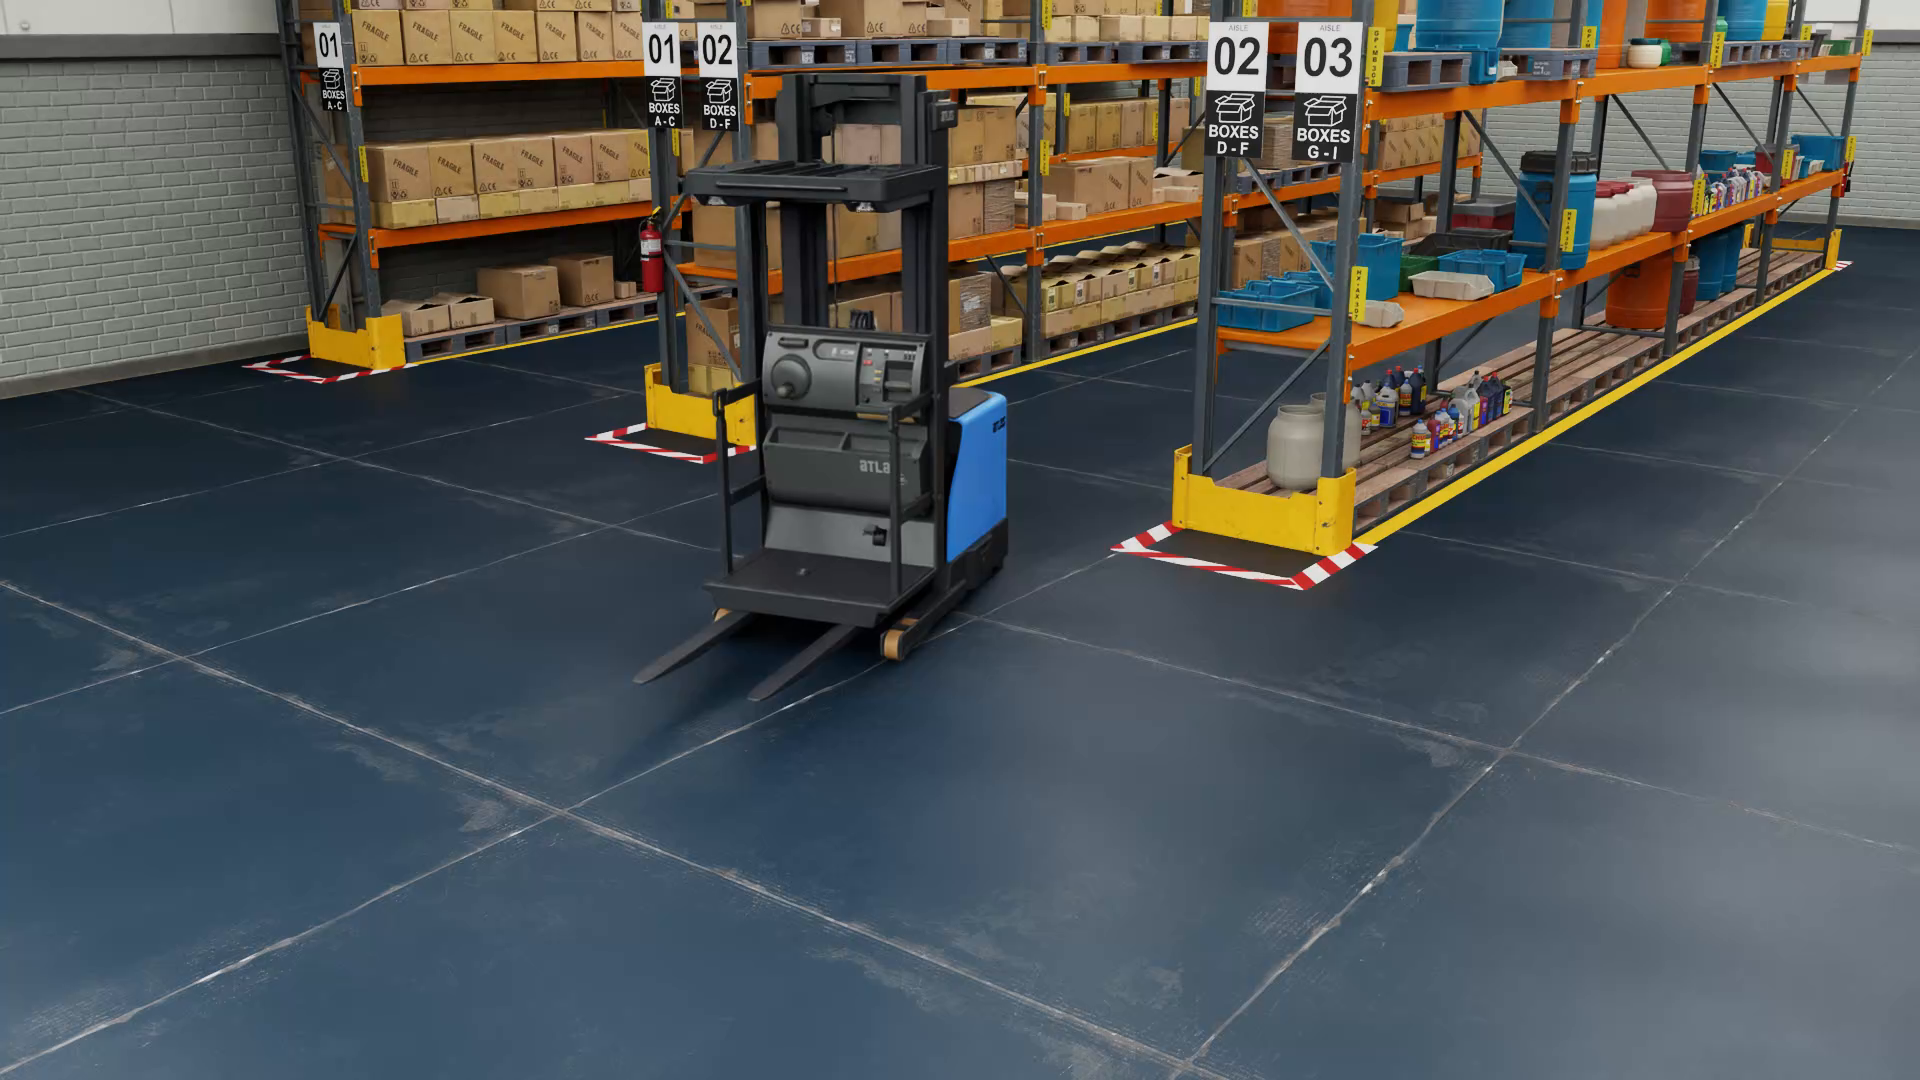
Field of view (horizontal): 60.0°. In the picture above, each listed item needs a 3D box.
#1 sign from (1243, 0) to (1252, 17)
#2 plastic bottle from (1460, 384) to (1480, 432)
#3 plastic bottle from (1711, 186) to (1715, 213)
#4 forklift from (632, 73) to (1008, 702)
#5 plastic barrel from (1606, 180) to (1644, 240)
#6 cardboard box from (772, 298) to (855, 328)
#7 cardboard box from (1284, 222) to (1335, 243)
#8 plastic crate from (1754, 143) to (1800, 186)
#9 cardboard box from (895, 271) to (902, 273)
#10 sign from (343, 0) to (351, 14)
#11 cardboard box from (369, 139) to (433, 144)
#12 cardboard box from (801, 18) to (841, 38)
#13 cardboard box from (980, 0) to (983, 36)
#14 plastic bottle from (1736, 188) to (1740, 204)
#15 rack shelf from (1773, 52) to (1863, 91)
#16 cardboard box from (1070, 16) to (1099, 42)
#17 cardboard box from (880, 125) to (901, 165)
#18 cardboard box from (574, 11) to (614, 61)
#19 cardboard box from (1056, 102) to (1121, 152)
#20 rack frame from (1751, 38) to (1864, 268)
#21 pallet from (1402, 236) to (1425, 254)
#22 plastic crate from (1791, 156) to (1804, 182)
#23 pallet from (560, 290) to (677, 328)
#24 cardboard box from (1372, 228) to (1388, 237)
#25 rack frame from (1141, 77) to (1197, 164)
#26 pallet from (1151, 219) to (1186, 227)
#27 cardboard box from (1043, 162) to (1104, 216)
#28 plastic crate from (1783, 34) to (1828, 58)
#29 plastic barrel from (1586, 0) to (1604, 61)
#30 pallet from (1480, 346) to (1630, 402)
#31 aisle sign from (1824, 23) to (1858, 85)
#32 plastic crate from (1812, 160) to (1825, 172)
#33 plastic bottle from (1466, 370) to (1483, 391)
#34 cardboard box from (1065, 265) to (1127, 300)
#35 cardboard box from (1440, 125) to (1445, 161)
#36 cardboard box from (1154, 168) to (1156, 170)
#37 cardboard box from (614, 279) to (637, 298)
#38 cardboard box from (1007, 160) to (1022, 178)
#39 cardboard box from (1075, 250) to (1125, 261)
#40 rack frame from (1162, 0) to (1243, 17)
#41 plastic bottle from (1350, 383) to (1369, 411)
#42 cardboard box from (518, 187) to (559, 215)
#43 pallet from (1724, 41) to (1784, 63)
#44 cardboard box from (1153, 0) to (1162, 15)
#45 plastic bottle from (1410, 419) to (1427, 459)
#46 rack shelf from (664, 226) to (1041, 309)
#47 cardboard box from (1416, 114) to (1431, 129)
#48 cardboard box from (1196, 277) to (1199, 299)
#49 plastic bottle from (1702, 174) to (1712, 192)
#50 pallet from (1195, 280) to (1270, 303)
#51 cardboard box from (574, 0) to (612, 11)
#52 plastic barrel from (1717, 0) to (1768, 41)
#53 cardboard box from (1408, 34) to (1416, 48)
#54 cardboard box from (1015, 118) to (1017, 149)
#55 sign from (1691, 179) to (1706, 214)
[{"bbox_3d":[3.180,-5.841,18.430,0.100,0.325,0.005,12,21,35],"label":"sign"},{"bbox_3d":[3.872,-1.012,12.671,0.144,0.351,0.185,12,21,34],"label":"plastic bottle"},{"bbox_3d":[7.816,-3.551,17.339,0.097,0.271,0.097,0,17,0],"label":"plastic bottle"},{"bbox_3d":[-0.699,-0.904,8.713,1.130,2.935,3.031,6,18,20],"label":"forklift"},{"bbox_3d":[6.022,-3.017,15.214,0.421,0.512,0.421,0,17,0],"label":"plastic barrel"},{"bbox_3d":[-1.233,-1.771,14.053,0.500,0.500,0.500,12,21,35],"label":"cardboard box"},{"bbox_3d":[4.458,-3.789,21.359,0.500,0.500,0.500,13,21,35],"label":"cardboard box"},{"bbox_3d":[9.831,-4.527,20.056,0.402,0.464,0.583,12,21,35],"label":"plastic crate"},{"bbox_3d":[-0.464,-2.341,15.887,0.500,0.500,0.500,12,21,35],"label":"cardboard box"},{"bbox_3d":[-5.573,-4.946,15.083,0.100,0.325,0.005,12,21,35],"label":"sign"},{"bbox_3d":[-5.591,-3.756,16.737,0.500,0.500,0.500,13,21,35],"label":"cardboard box"},{"bbox_3d":[-1.185,-4.147,13.461,0.380,0.149,0.250,12,21,35],"label":"cardboard box"},{"bbox_3d":[-0.101,-7.299,23.221,0.700,0.500,0.500,12,21,35],"label":"cardboard box"},{"bbox_3d":[8.477,-3.782,18.201,0.097,0.201,0.097,0,17,0],"label":"plastic bottle"},{"bbox_3d":[10.290,-5.865,20.728,1.077,0.370,4.000,12,21,35],"label":"rack shelf"},{"bbox_3d":[1.055,-5.108,16.623,0.500,0.250,0.500,10,20,29],"label":"cardboard box"},{"bbox_3d":[-0.801,-3.472,14.512,0.700,0.500,0.500,12,21,35],"label":"cardboard box"},{"bbox_3d":[-4.039,-5.353,17.662,0.500,0.500,0.500,10,20,30],"label":"cardboard box"},{"bbox_3d":[1.917,-6.493,26.089,0.980,0.700,0.700,12,21,33],"label":"cardboard box"},{"bbox_3d":[11.481,-5.253,22.600,1.000,3.000,0.127,12,21,35],"label":"rack frame"},{"bbox_3d":[6.259,-4.299,24.233,1.003,0.211,1.213,12,21,35],"label":"pallet"},{"bbox_3d":[10.156,-4.603,20.607,0.437,0.282,0.530,12,21,35],"label":"plastic crate"},{"bbox_3d":[-3.997,-2.647,18.912,1.003,0.211,1.213,12,21,35],"label":"pallet"},{"bbox_3d":[5.546,-4.164,22.886,0.500,0.311,0.500,12,21,35],"label":"cardboard box"},{"bbox_3d":[3.525,-7.003,28.237,1.000,3.000,0.127,12,21,35],"label":"rack frame"},{"bbox_3d":[3.111,-5.467,27.993,1.003,0.211,1.213,12,21,35],"label":"pallet"},{"bbox_3d":[1.140,-3.624,17.187,0.500,0.500,0.500,14,22,39],"label":"cardboard box"},{"bbox_3d":[10.058,-5.917,19.903,0.497,0.269,0.590,12,21,35],"label":"plastic crate"},{"bbox_3d":[5.239,-4.537,14.394,0.600,0.901,0.708,12,21,35],"label":"plastic barrel"},{"bbox_3d":[5.494,-1.548,15.374,1.003,0.211,1.213,12,21,35],"label":"pallet"},{"bbox_3d":[11.759,-6.459,22.103,0.394,0.787,0.004,12,21,35],"label":"aisle sign"},{"bbox_3d":[11.141,-4.929,21.902,0.396,0.136,0.243,12,21,35],"label":"plastic crate"},{"bbox_3d":[4.063,-1.161,13.148,0.144,0.351,0.185,12,21,35],"label":"plastic bottle"},{"bbox_3d":[1.412,-2.722,17.434,0.500,0.311,0.500,12,21,33],"label":"cardboard box"},{"bbox_3d":[6.849,-5.780,24.129,0.500,0.500,0.500,13,21,35],"label":"cardboard box"},{"bbox_3d":[3.102,-6.200,28.066,0.380,0.149,0.250,13,21,35],"label":"cardboard box"},{"bbox_3d":[-3.920,-2.869,18.961,0.380,0.166,0.250,9,20,28],"label":"cardboard box"},{"bbox_3d":[0.365,-3.525,15.776,0.380,0.149,0.250,12,21,35],"label":"cardboard box"},{"bbox_3d":[1.579,-3.058,18.516,0.500,0.311,0.500,12,21,33],"label":"cardboard box"},{"bbox_3d":[2.739,-7.088,18.396,1.000,3.000,0.127,12,21,35],"label":"rack frame"},{"bbox_3d":[3.040,-1.030,12.728,0.144,0.351,0.185,13,22,37],"label":"plastic bottle"},{"bbox_3d":[-4.554,-3.557,17.359,0.500,0.250,0.500,13,21,35],"label":"cardboard box"},{"bbox_3d":[8.036,-5.168,17.587,1.003,0.211,1.213,12,21,35],"label":"pallet"},{"bbox_3d":[3.001,-8.631,26.532,0.500,0.500,0.500,13,22,36],"label":"cardboard box"},{"bbox_3d":[3.278,-0.726,11.881,0.097,0.271,0.097,0,17,0],"label":"plastic bottle"},{"bbox_3d":[-0.836,-2.451,14.791,1.077,0.370,4.000,12,21,35],"label":"rack shelf"},{"bbox_3d":[6.243,-6.009,23.182,0.500,0.500,0.500,12,21,33],"label":"cardboard box"},{"bbox_3d":[2.621,-2.942,19.089,0.500,0.250,0.500,13,21,36],"label":"cardboard box"},{"bbox_3d":[7.954,-3.732,17.787,0.144,0.351,0.185,12,21,35],"label":"plastic bottle"},{"bbox_3d":[3.214,-3.063,20.250,1.003,0.211,1.213,12,21,35],"label":"pallet"},{"bbox_3d":[-4.026,-5.812,17.456,0.500,0.500,0.500,14,22,38],"label":"cardboard box"},{"bbox_3d":[8.204,-5.739,17.555,0.600,0.901,0.708,12,21,35],"label":"plastic barrel"},{"bbox_3d":[5.912,-6.727,22.544,0.500,0.250,0.500,12,21,35],"label":"cardboard box"},{"bbox_3d":[0.467,-5.854,23.833,0.500,0.500,0.500,12,21,35],"label":"cardboard box"},{"bbox_3d":[7.161,-3.330,16.132,0.100,0.325,0.005,12,21,35],"label":"sign"}]
